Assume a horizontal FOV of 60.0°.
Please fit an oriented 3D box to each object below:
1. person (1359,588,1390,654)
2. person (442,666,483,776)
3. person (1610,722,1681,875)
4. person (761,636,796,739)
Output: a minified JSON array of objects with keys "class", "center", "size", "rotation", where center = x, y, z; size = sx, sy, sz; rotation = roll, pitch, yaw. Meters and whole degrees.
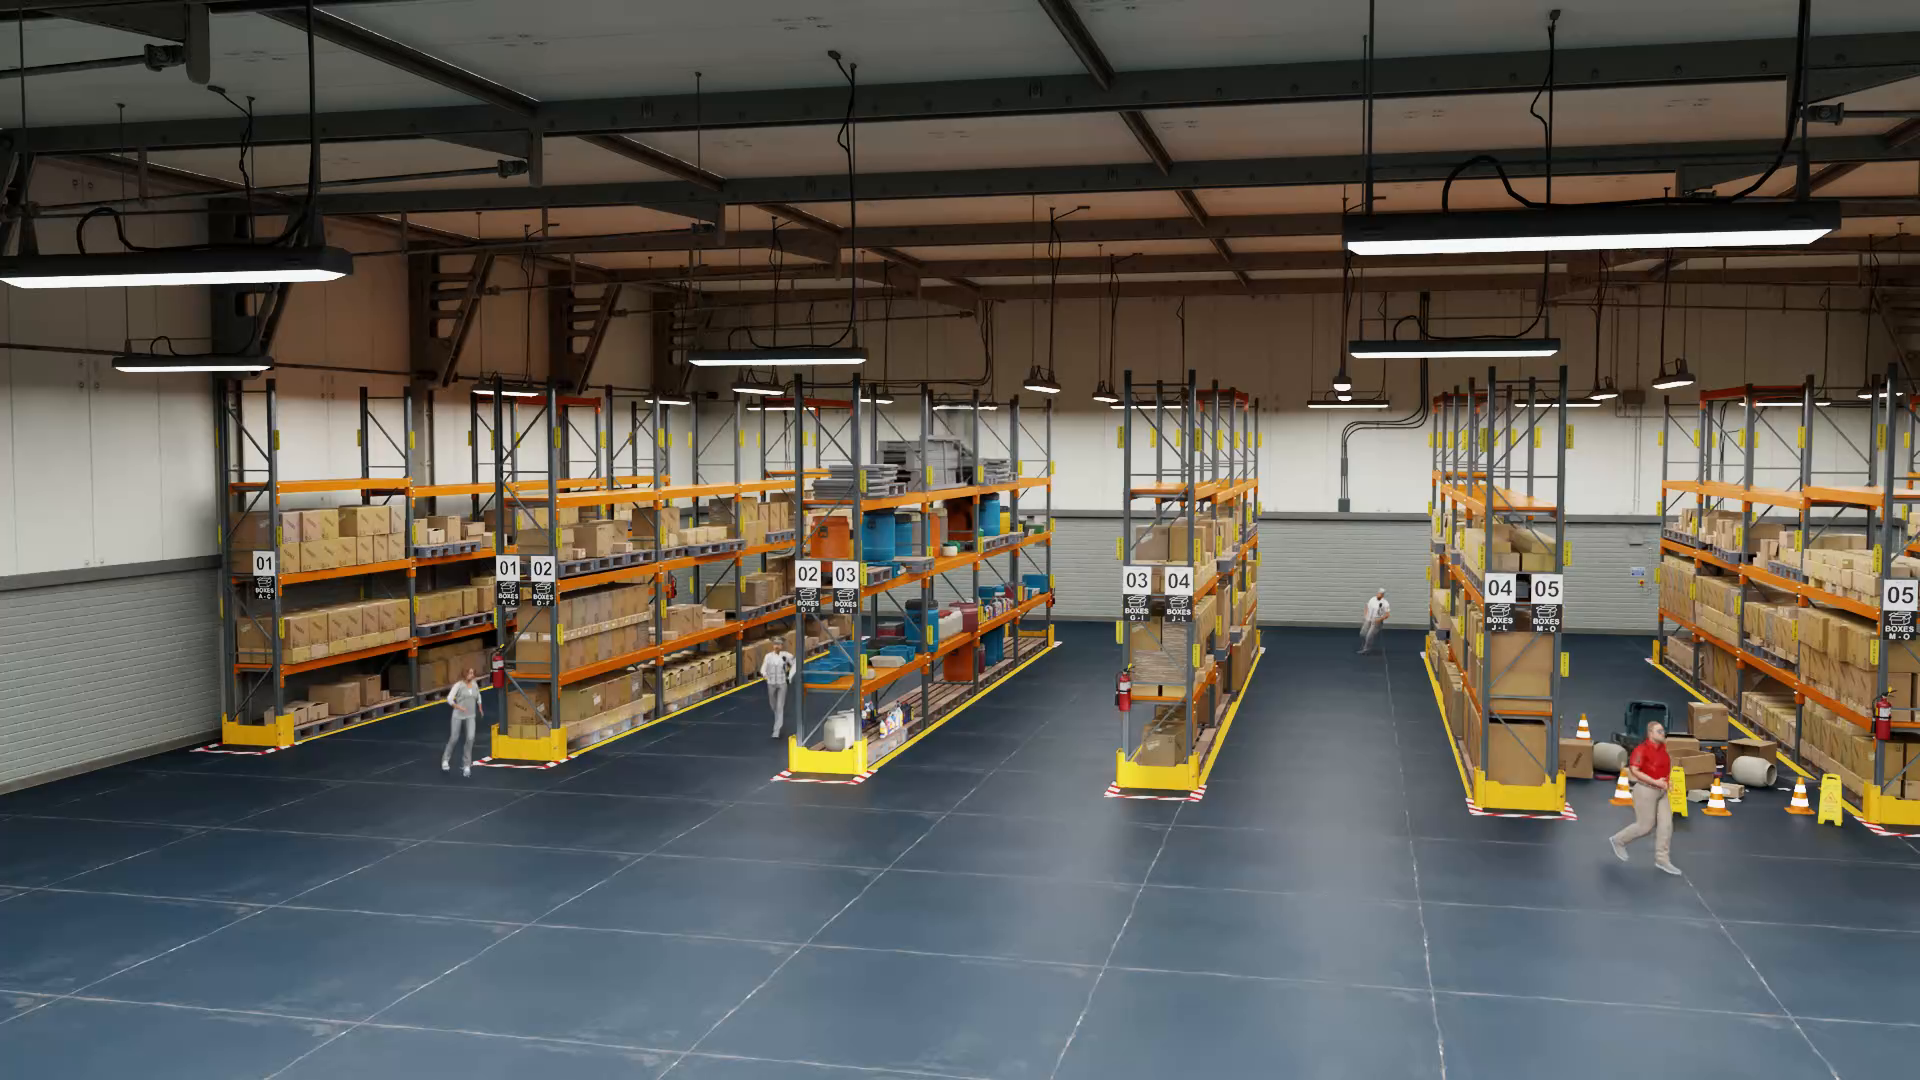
[{"class":"person","center":[9.665,1.892,38.887],"size":[0.815,1.564,0.557],"rotation":[3,4,38]},{"class":"person","center":[-7.422,2.740,25.009],"size":[0.597,1.501,0.750],"rotation":[-3,4,-39]},{"class":"person","center":[8.066,2.983,19.449],"size":[0.688,1.743,0.820],"rotation":[-2,4,-34]},{"class":"person","center":[-3.109,2.460,28.217],"size":[0.553,1.692,0.901],"rotation":[0,3,6]}]
